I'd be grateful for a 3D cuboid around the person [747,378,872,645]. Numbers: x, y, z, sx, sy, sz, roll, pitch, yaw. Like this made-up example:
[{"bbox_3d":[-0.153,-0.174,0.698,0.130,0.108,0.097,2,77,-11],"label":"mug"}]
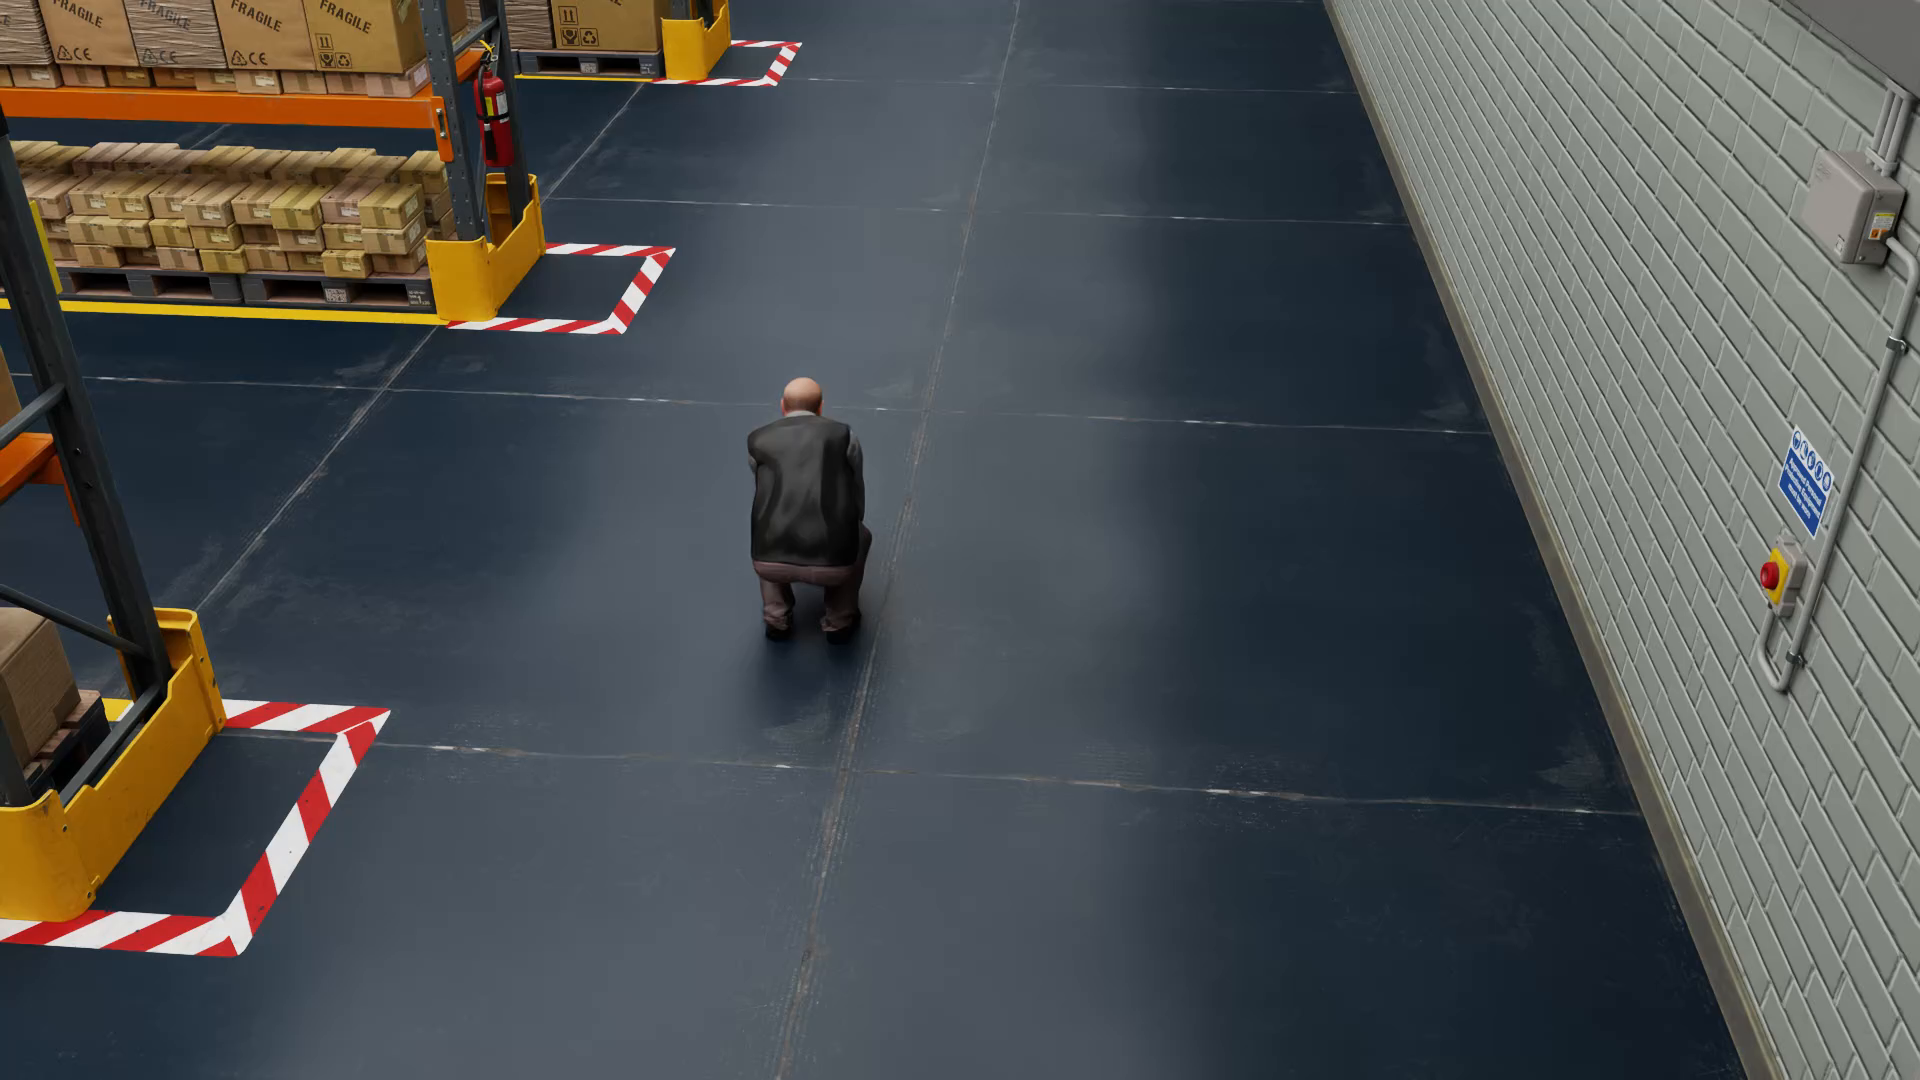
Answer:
[{"bbox_3d":[-0.645,-0.112,7.077,0.516,0.960,0.858,2,32,3],"label":"person"}]
